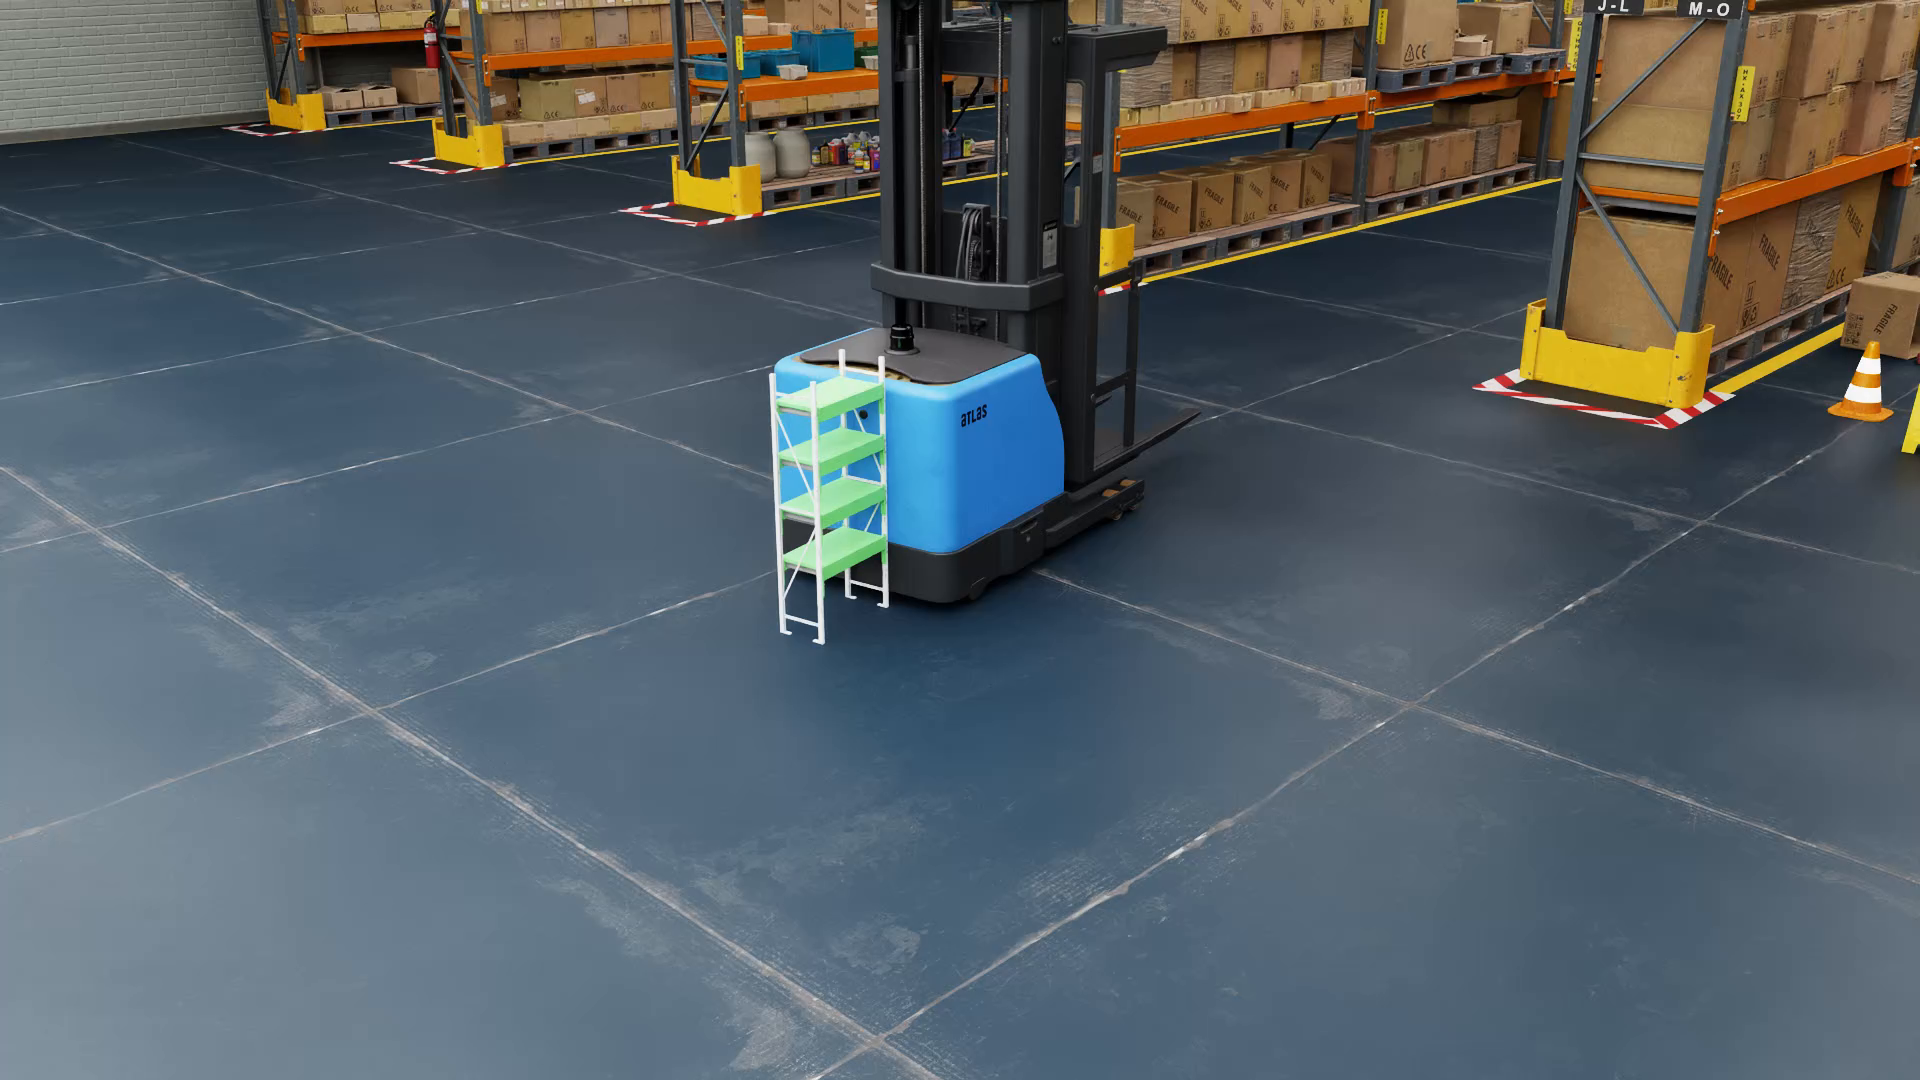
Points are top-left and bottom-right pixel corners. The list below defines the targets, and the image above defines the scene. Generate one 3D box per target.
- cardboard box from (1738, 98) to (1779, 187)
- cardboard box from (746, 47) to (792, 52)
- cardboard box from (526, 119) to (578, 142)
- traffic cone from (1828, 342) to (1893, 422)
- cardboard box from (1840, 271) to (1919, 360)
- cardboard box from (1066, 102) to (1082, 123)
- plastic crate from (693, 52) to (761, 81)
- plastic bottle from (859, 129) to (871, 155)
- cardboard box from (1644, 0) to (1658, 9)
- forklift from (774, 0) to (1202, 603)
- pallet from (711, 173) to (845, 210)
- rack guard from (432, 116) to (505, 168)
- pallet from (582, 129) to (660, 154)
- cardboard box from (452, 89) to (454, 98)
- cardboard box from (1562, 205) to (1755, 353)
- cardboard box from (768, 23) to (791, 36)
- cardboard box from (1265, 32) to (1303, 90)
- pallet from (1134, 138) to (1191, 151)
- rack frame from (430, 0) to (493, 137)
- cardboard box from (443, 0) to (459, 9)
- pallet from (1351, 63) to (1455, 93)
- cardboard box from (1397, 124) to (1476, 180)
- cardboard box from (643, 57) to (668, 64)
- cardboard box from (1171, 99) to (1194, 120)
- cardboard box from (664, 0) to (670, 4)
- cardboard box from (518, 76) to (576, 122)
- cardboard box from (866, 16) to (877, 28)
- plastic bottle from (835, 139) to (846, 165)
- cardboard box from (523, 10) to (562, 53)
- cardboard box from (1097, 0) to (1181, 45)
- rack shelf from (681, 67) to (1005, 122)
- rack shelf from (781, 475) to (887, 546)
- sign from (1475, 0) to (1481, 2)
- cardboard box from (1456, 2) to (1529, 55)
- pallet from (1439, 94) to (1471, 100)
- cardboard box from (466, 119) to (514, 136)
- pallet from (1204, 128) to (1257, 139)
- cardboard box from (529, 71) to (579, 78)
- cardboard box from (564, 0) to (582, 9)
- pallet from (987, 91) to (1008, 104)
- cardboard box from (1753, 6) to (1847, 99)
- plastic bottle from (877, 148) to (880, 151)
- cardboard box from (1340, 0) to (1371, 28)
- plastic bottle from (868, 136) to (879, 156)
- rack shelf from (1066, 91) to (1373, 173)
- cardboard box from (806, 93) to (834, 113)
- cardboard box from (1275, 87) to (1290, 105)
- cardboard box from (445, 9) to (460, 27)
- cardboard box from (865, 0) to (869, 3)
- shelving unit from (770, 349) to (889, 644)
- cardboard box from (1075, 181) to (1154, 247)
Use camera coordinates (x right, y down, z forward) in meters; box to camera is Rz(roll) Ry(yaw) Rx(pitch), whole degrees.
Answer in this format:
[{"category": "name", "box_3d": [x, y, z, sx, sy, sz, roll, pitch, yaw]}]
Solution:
[{"category": "cardboard box", "box_3d": [5.001, -2.761, 11.367, 0.875, 0.550, 0.550, 19, 28, 41]}, {"category": "cardboard box", "box_3d": [-3.536, -8.829, 29.775, 0.750, 0.750, 0.750, 19, 28, 40]}, {"category": "cardboard box", "box_3d": [-5.292, -5.309, 21.453, 0.500, 0.250, 0.500, 19, 28, 41]}, {"category": "traffic cone", "box_3d": [5.795, -1.034, 10.620, 0.336, 0.463, 0.334, 19, 28, 41]}, {"category": "cardboard box", "box_3d": [6.850, -1.644, 12.151, 0.500, 0.500, 0.500, -14, 25, -33]}, {"category": "cardboard box", "box_3d": [0.974, -3.712, 14.402, 0.380, 0.149, 0.250, 19, 28, 41]}, {"category": "plastic crate", "box_3d": [-2.490, -5.078, 17.813, 0.499, 0.251, 0.616, 19, 28, 41]}, {"category": "plastic bottle", "box_3d": [-1.123, -4.680, 19.648, 0.144, 0.351, 0.185, 19, 28, 40]}, {"category": "cardboard box", "box_3d": [8.368, -6.964, 20.975, 0.797, 0.503, 0.637, 20, 28, 41]}, {"category": "forklift", "box_3d": [0.342, -1.555, 8.534, 1.130, 2.935, 3.031, 13, 25, 31]}, {"category": "pallet", "box_3d": [-2.035, -3.881, 18.378, 1.003, 0.211, 1.213, 19, 28, 41]}, {"category": "rack guard", "box_3d": [-6.188, -5.012, 20.917, 1.175, 0.500, 0.348, 19, 28, 41]}, {"category": "pallet", "box_3d": [-4.817, -5.402, 22.336, 1.003, 0.211, 1.213, 19, 28, 41]}, {"category": "cardboard box", "box_3d": [-8.063, -6.920, 25.759, 0.380, 0.149, 0.250, 17, 27, 36]}, {"category": "cardboard box", "box_3d": [4.832, -1.832, 11.537, 0.875, 0.875, 0.875, 19, 28, 41]}, {"category": "cardboard box", "box_3d": [-2.617, -7.272, 23.665, 0.380, 0.149, 0.250, 19, 28, 41]}, {"category": "cardboard box", "box_3d": [2.705, -4.545, 15.663, 0.875, 0.500, 0.500, 19, 28, 41]}, {"category": "pallet", "box_3d": [2.387, -5.510, 22.615, 1.003, 0.211, 1.213, 19, 28, 41]}, {"category": "rack frame", "box_3d": [-6.172, -6.185, 20.485, 1.000, 3.000, 0.127, 19, 28, 41]}, {"category": "cardboard box", "box_3d": [-7.744, -8.286, 25.087, 0.500, 0.500, 0.500, 18, 28, 39]}, {"category": "pallet", "box_3d": [4.351, -4.803, 17.158, 1.003, 0.211, 1.213, 19, 28, 41]}, {"category": "cardboard box", "box_3d": [5.283, -4.329, 18.527, 0.500, 0.500, 0.700, -17, 27, -38]}, {"category": "cardboard box", "box_3d": [-5.376, -8.082, 28.293, 0.700, 0.500, 0.500, 19, 28, 40]}, {"category": "cardboard box", "box_3d": [1.826, -3.790, 14.605, 0.380, 0.149, 0.250, 19, 28, 41]}, {"category": "cardboard box", "box_3d": [-3.955, -7.240, 22.187, 0.380, 0.149, 0.250, 19, 28, 41]}, {"category": "cardboard box", "box_3d": [-5.291, -5.659, 21.318, 0.500, 0.500, 0.500, 19, 28, 41]}, {"category": "cardboard box", "box_3d": [-1.440, -7.782, 24.991, 0.250, 0.149, 0.380, -18, 27, -38]}, {"category": "plastic bottle", "box_3d": [-1.386, -4.495, 19.261, 0.061, 0.283, 0.133, 19, 28, 41]}, {"category": "cardboard box", "box_3d": [-5.474, -6.484, 21.125, 0.500, 0.500, 0.700, -19, 28, -41]}, {"category": "cardboard box", "box_3d": [1.502, -4.430, 13.971, 0.500, 0.500, 0.500, 19, 28, 41]}, {"category": "rack shelf", "box_3d": [-1.230, -5.122, 18.724, 1.077, 0.370, 4.000, 19, 28, 41]}, {"category": "rack shelf", "box_3d": [-0.571, -0.137, 7.436, 0.258, 0.148, 0.480, 13, 25, 31]}, {"category": "sign", "box_3d": [6.104, -6.439, 19.533, 0.100, 0.325, 0.005, 19, 28, 41]}, {"category": "cardboard box", "box_3d": [5.839, -5.686, 18.463, 0.500, 0.500, 0.700, -15, 26, -34]}, {"category": "pallet", "box_3d": [7.933, -7.553, 27.931, 1.003, 0.211, 1.213, 19, 28, 41]}, {"category": "cardboard box", "box_3d": [-6.009, -5.309, 21.454, 0.500, 0.250, 0.500, 19, 28, 41]}, {"category": "pallet", "box_3d": [3.476, -5.912, 23.662, 1.003, 0.211, 1.213, 19, 28, 41]}, {"category": "cardboard box", "box_3d": [-5.324, -5.920, 21.999, 0.500, 0.500, 0.500, 19, 28, 41]}, {"category": "cardboard box", "box_3d": [-5.025, -6.847, 21.164, 0.380, 0.149, 0.250, 18, 27, 39]}, {"category": "pallet", "box_3d": [0.808, -7.434, 27.622, 1.003, 0.211, 1.213, 19, 28, 41]}, {"category": "cardboard box", "box_3d": [5.499, -3.371, 11.451, 0.875, 0.550, 0.550, 19, 28, 41]}, {"category": "plastic bottle", "box_3d": [-0.898, -4.352, 18.906, 0.097, 0.271, 0.097, 0, 21, 0]}, {"category": "cardboard box", "box_3d": [3.597, -5.200, 15.976, 0.500, 0.500, 0.500, 19, 28, 41]}, {"category": "plastic bottle", "box_3d": [-1.000, -4.614, 19.582, 0.152, 0.276, 0.135, 19, 28, 41]}, {"category": "rack shelf", "box_3d": [2.319, -3.883, 15.498, 1.077, 0.370, 4.000, 19, 28, 41]}, {"category": "cardboard box", "box_3d": [-2.205, -6.432, 24.376, 0.500, 0.250, 0.500, 18, 28, 39]}, {"category": "cardboard box", "box_3d": [2.867, -4.178, 15.613, 0.380, 0.149, 0.250, 19, 28, 41]}, {"category": "cardboard box", "box_3d": [-7.740, -7.934, 25.218, 0.500, 0.250, 0.500, 19, 28, 40]}, {"category": "cardboard box", "box_3d": [-1.899, -10.034, 30.821, 0.380, 0.149, 0.250, 19, 28, 41]}, {"category": "shelving unit", "box_3d": [-0.571, -0.196, 7.413, 0.258, 1.200, 0.503, 13, 25, 31]}, {"category": "cardboard box", "box_3d": [1.371, -2.890, 14.812, 0.500, 0.500, 0.500, -14, 25, -32]}]
